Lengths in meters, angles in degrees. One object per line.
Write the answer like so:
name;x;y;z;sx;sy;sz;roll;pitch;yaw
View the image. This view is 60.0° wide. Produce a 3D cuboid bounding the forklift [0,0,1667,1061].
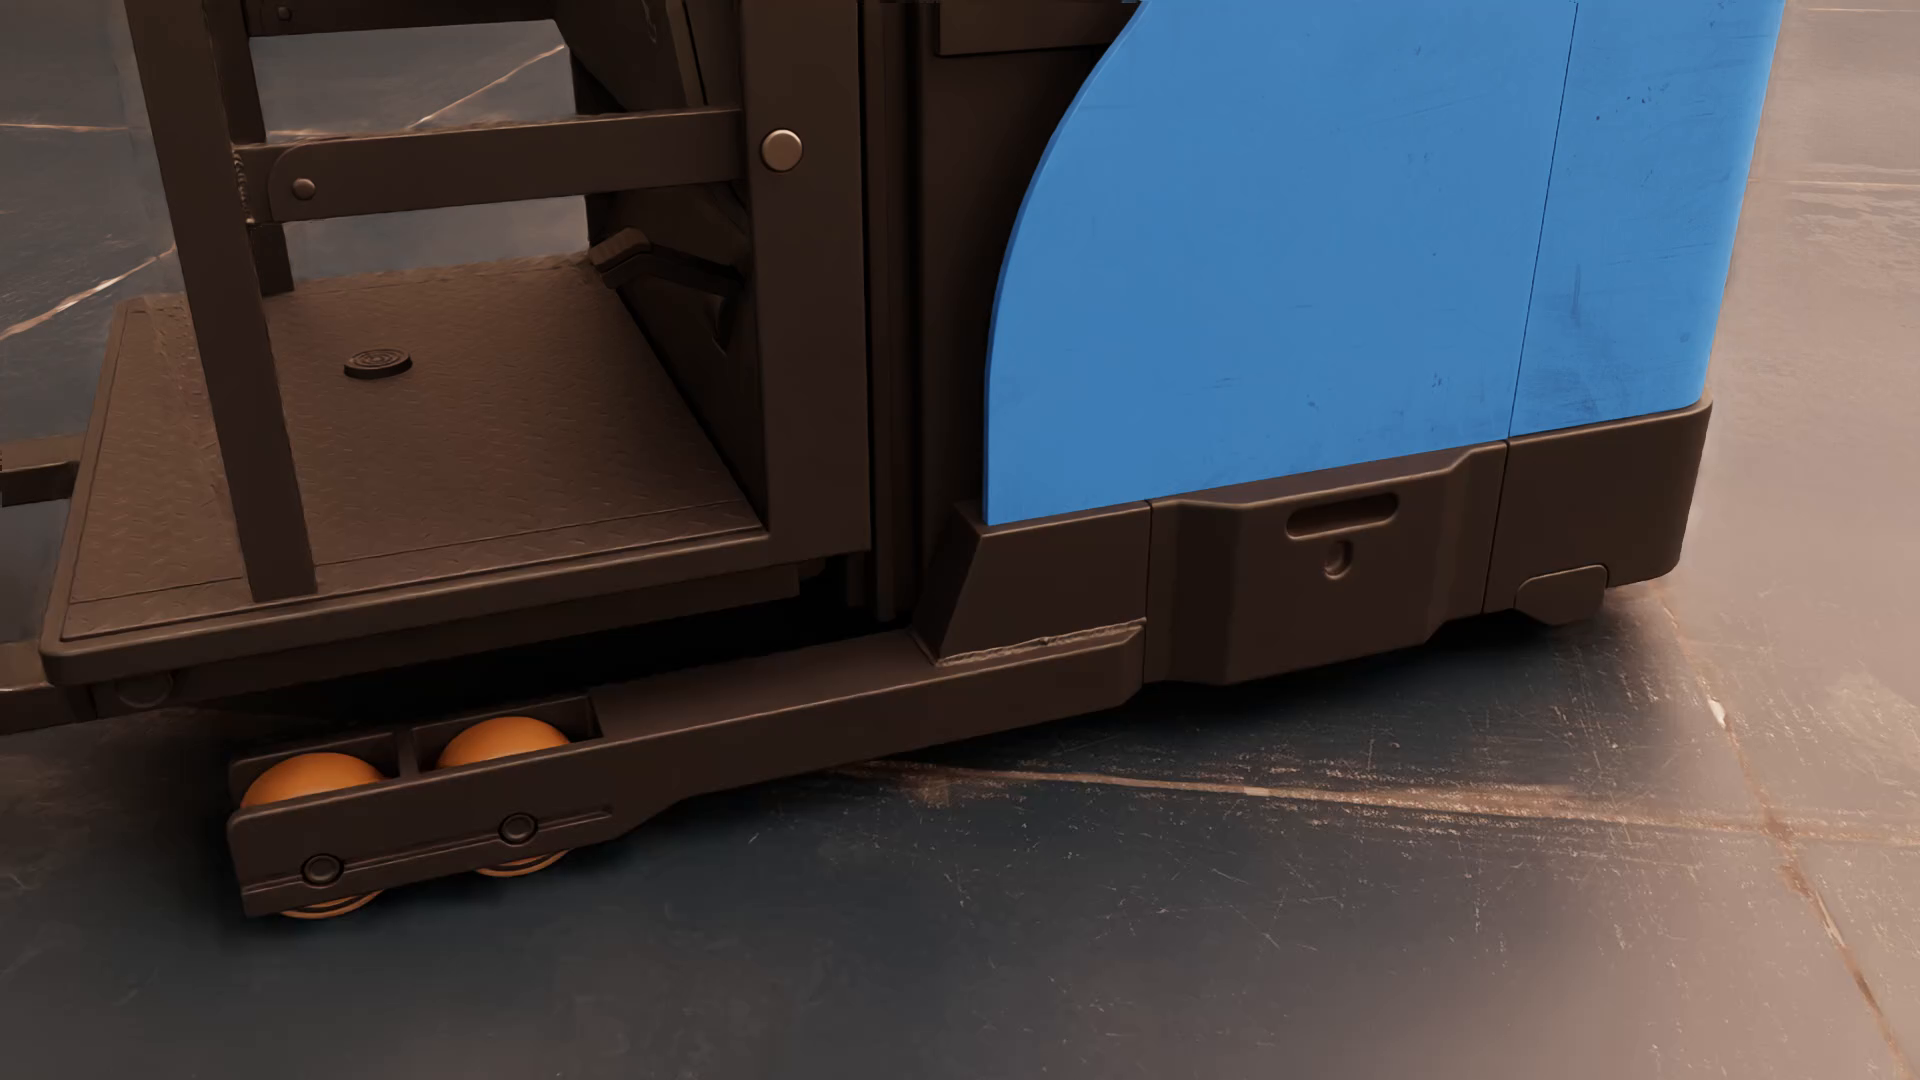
forklift;-0.463;-1.104;1.431;3.031;2.935;1.130;-21;33;-36
